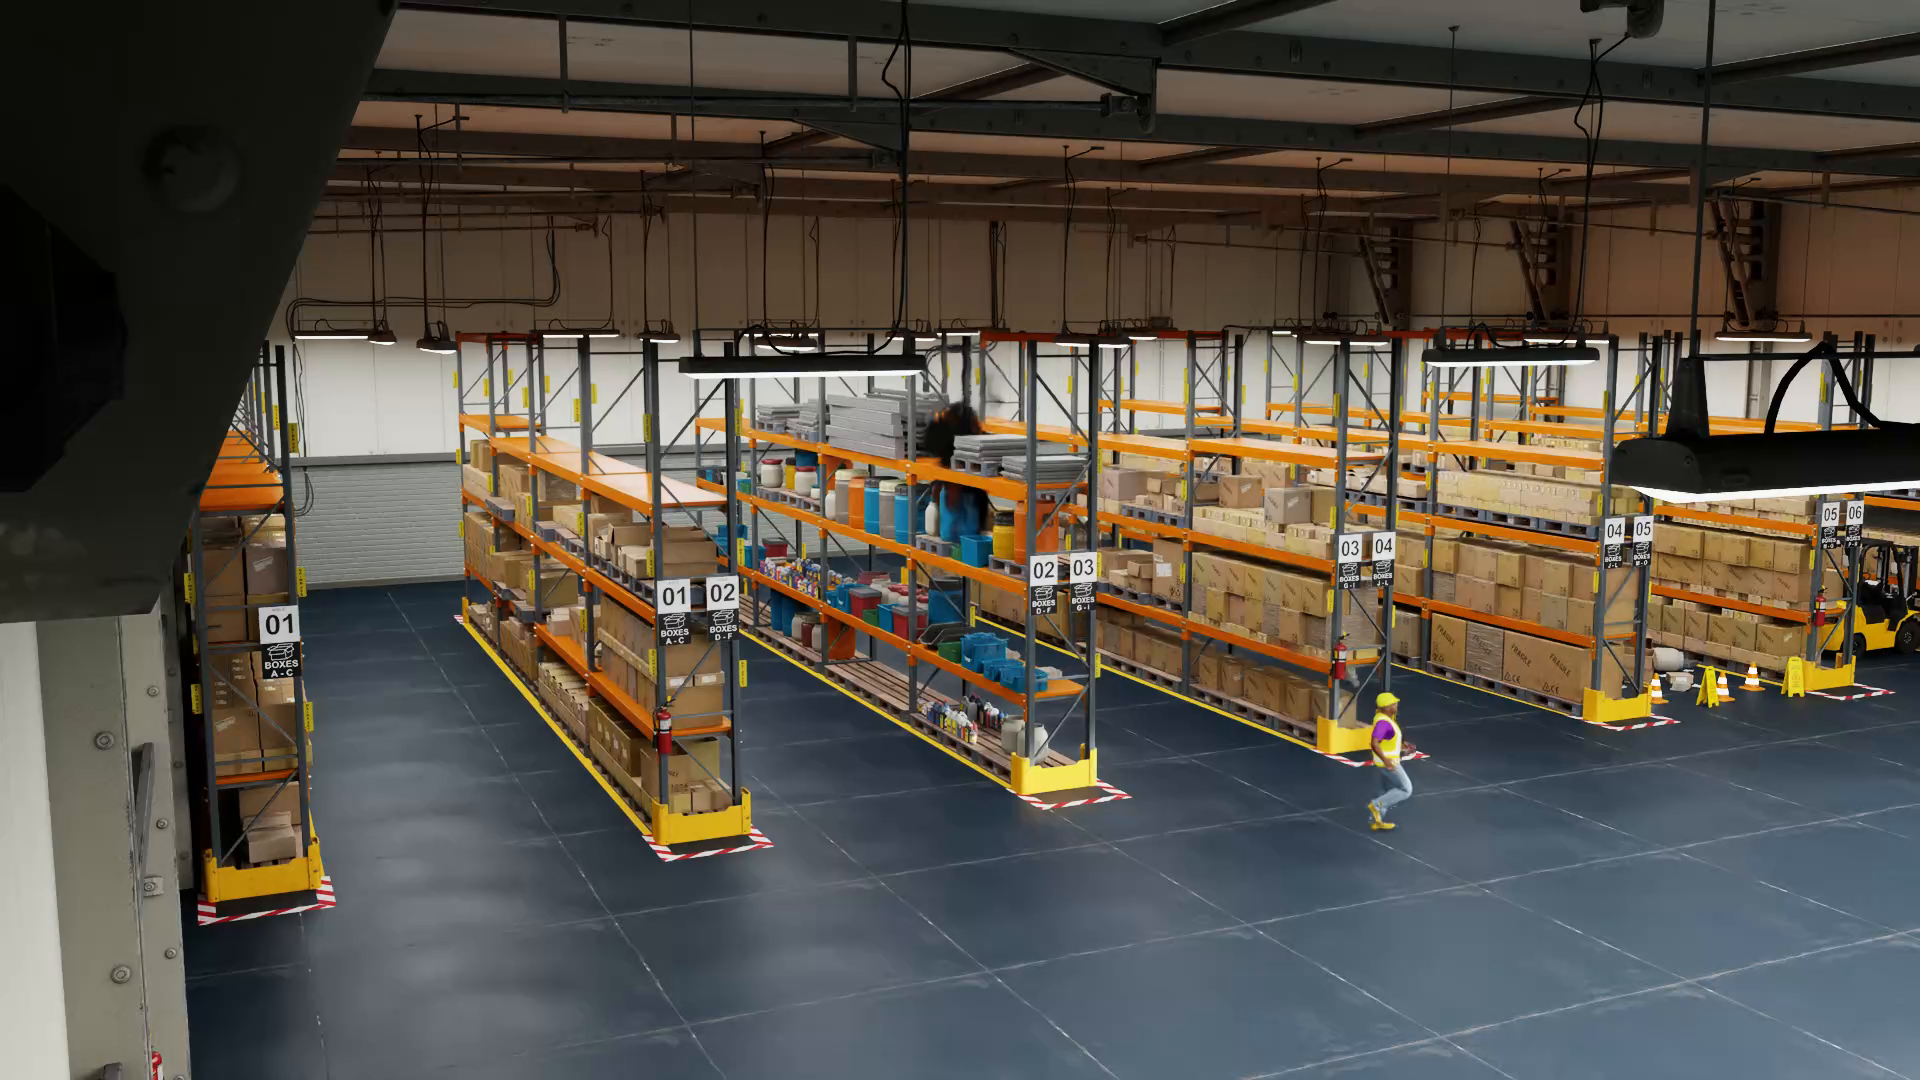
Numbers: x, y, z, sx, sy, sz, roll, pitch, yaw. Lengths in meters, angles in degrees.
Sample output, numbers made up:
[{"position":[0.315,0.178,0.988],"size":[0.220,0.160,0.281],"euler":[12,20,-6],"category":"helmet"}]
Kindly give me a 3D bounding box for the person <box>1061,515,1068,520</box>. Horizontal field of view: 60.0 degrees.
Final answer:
[{"position":[2.376,0.213,39.507],"size":[0.709,1.588,0.821],"euler":[-2,8,-13],"category":"person"}]

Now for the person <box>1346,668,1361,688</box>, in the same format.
[{"position":[6.694,1.570,28.705],"size":[0.672,1.826,0.857],"euler":[-5,9,-34],"category":"person"}]

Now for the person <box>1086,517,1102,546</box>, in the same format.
[{"position":[2.948,0.308,38.292],"size":[0.617,1.802,0.915],"euler":[-4,8,-24],"category":"person"}]

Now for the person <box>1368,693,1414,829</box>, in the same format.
[{"position":[5.309,2.730,20.474],"size":[0.576,1.723,0.705],"euler":[1,8,7],"category":"person"}]
